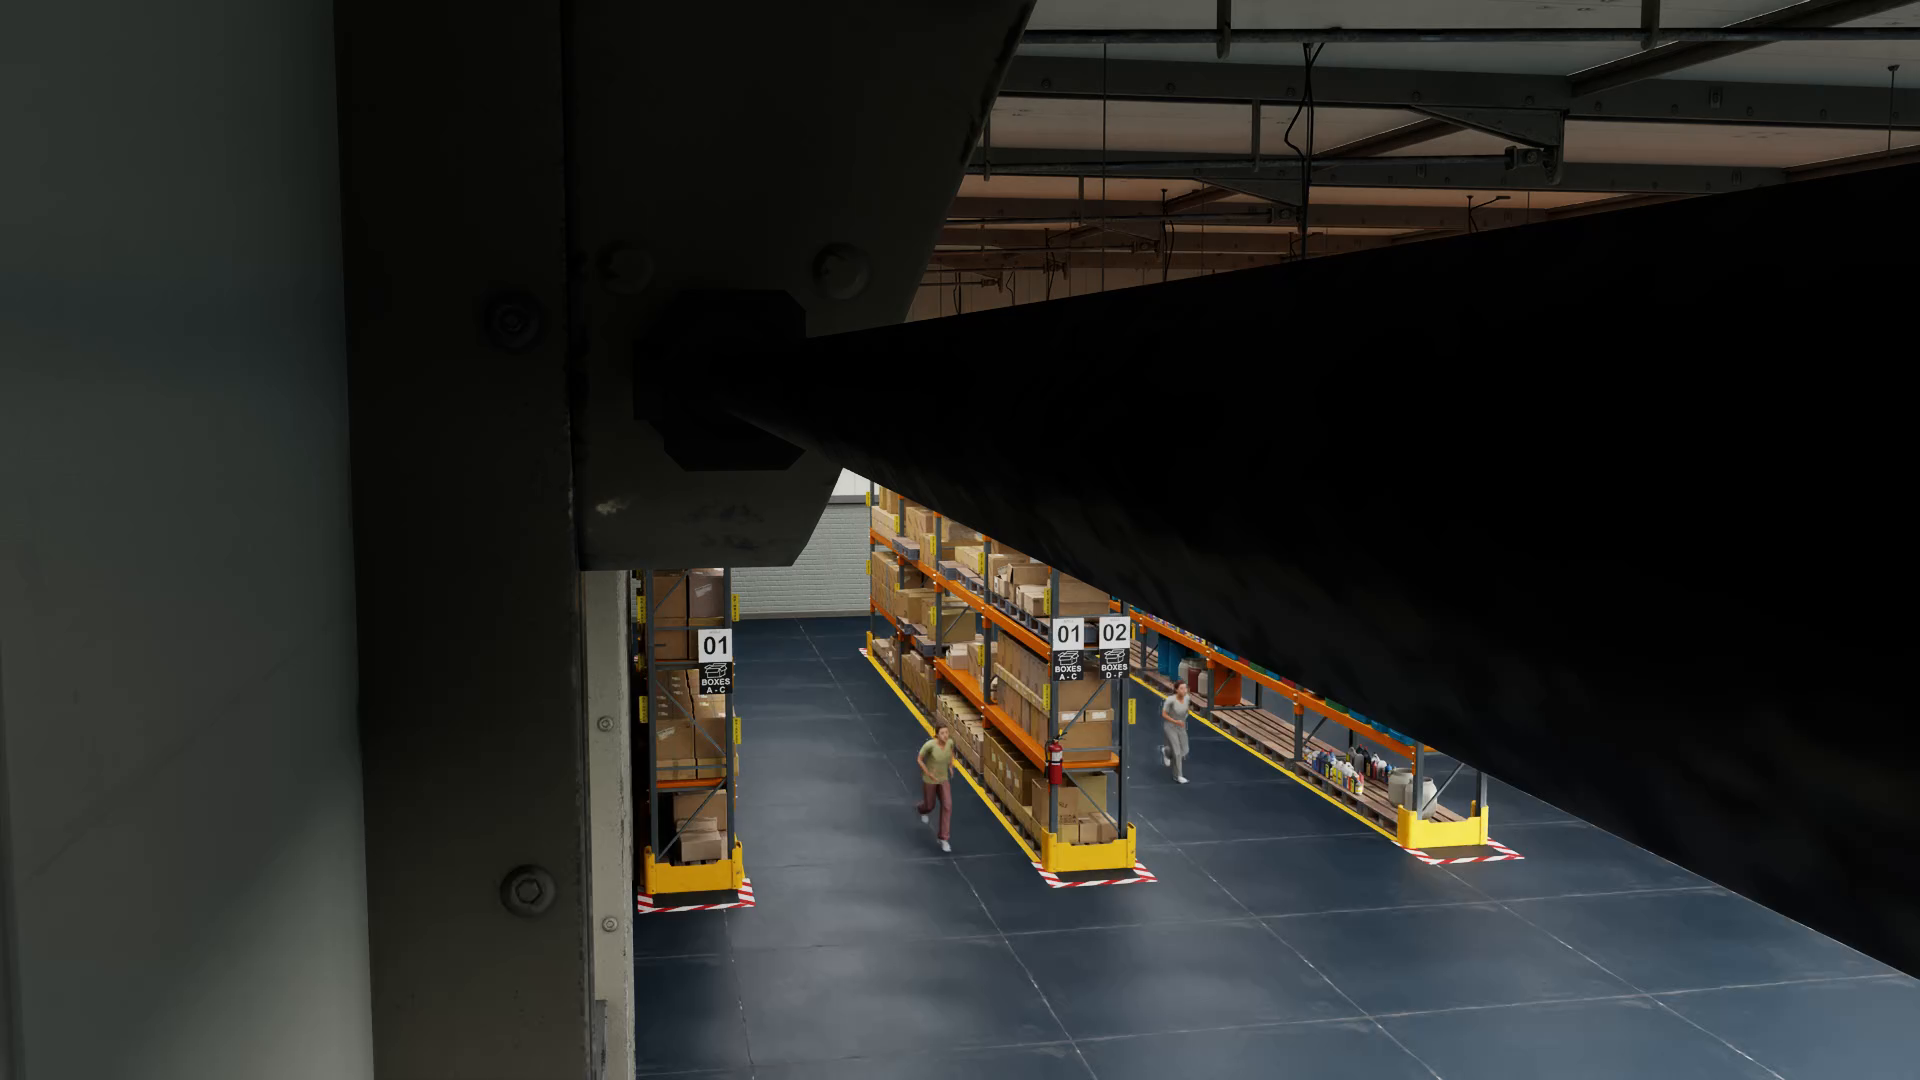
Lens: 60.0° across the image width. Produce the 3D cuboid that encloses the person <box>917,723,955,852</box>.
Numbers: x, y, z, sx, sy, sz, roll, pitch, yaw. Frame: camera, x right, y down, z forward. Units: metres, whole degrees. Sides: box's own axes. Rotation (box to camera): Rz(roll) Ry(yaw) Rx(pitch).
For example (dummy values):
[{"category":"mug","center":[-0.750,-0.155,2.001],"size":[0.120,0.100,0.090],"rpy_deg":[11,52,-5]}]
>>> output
[{"category":"person","center":[-0.327,3.218,22.144],"size":[0.579,1.658,1.059],"rpy_deg":[-2,6,-22]}]

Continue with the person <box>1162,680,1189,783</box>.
[{"category":"person","center":[3.276,2.897,25.333],"size":[0.548,1.606,0.711],"rpy_deg":[-3,6,-23]}]
